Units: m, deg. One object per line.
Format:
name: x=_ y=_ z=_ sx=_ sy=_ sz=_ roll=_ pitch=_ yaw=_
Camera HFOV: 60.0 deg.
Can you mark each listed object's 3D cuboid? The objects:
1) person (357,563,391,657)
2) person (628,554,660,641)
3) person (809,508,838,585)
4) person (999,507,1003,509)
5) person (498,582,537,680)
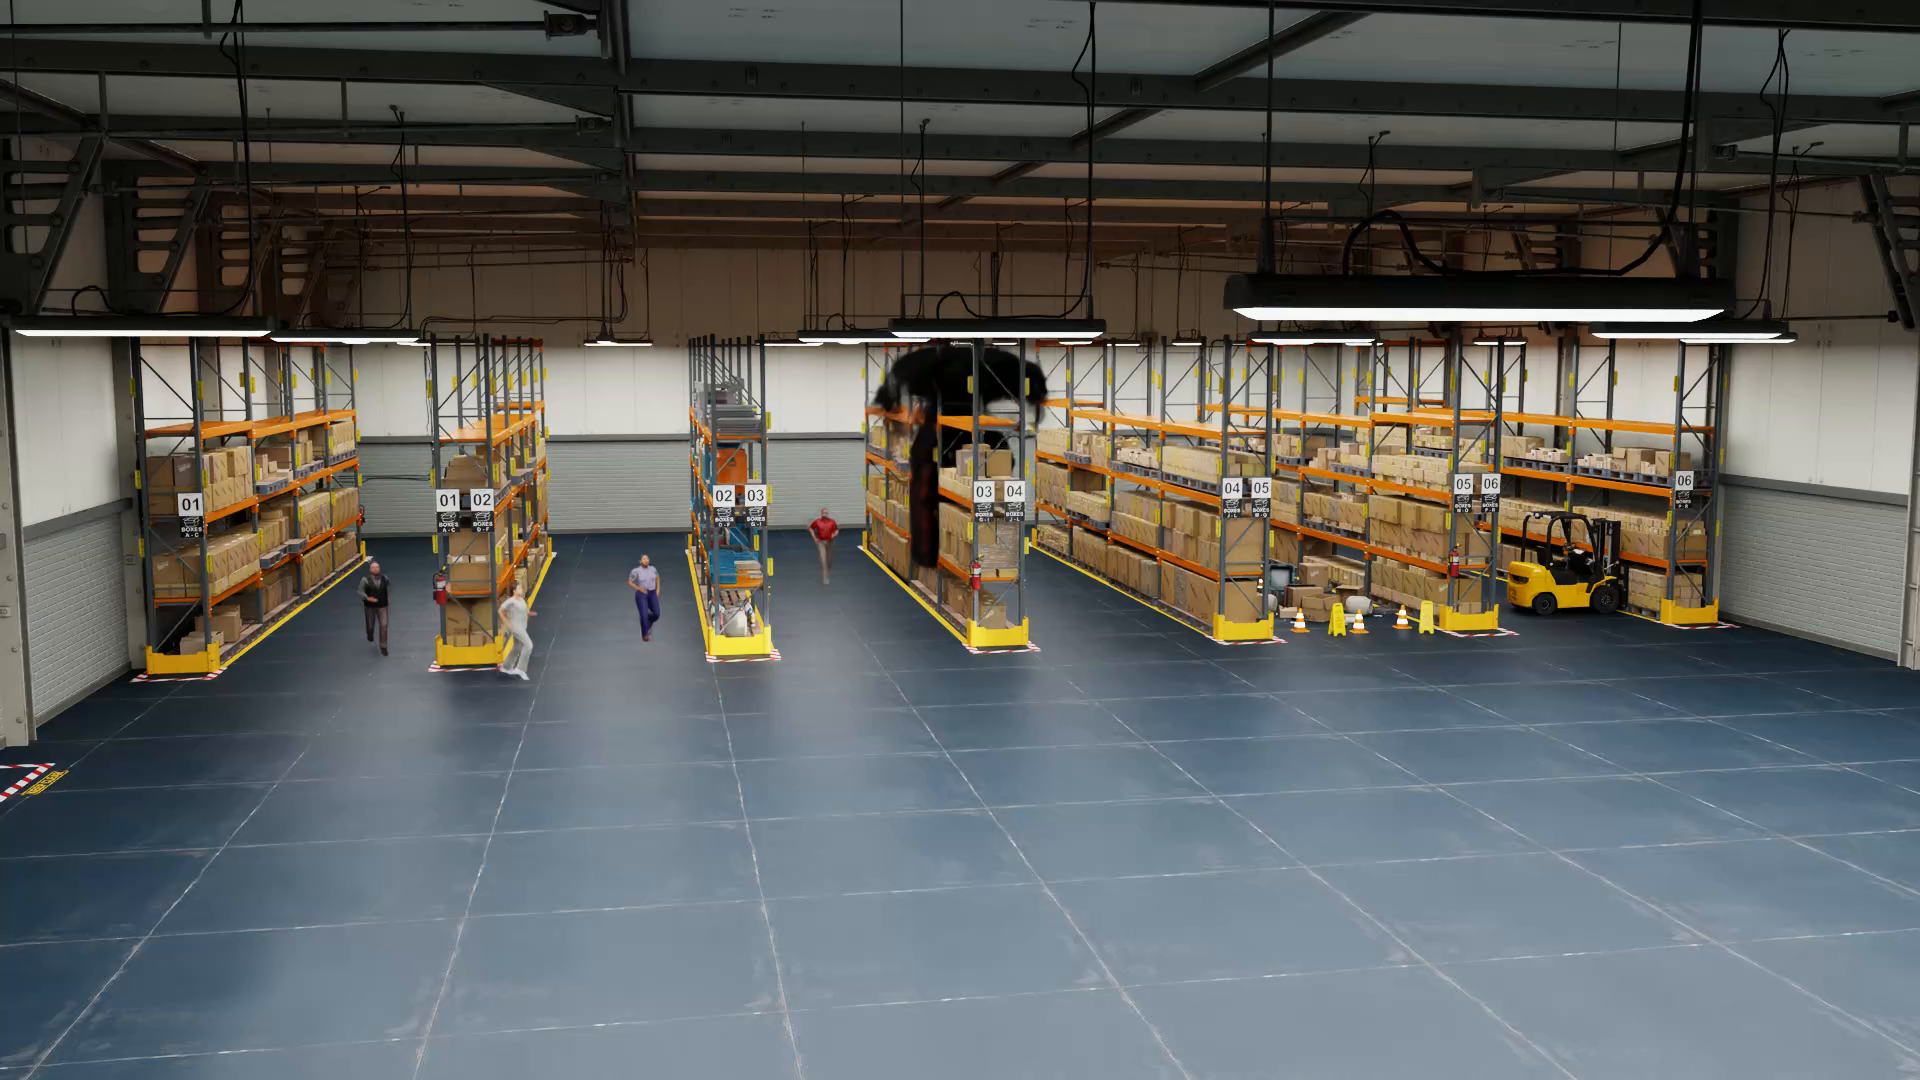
person: x=-11.061 y=1.286 z=31.444 sx=0.629 sy=1.727 sz=1.126 roll=-3 pitch=7 yaw=-25
person: x=-5.867 y=1.078 z=31.162 sx=0.661 sy=1.628 sz=0.469 roll=-5 pitch=8 yaw=-36
person: x=-3.153 y=0.147 z=38.843 sx=0.666 sy=1.775 sz=0.753 roll=-2 pitch=7 yaw=-16
person: x=0.971 y=-0.588 z=47.517 sx=0.667 sy=1.852 sz=0.874 roll=-1 pitch=7 yaw=-9
person: x=-7.699 y=1.587 z=28.957 sx=0.726 sy=1.705 sz=0.532 roll=1 pitch=7 yaw=9
